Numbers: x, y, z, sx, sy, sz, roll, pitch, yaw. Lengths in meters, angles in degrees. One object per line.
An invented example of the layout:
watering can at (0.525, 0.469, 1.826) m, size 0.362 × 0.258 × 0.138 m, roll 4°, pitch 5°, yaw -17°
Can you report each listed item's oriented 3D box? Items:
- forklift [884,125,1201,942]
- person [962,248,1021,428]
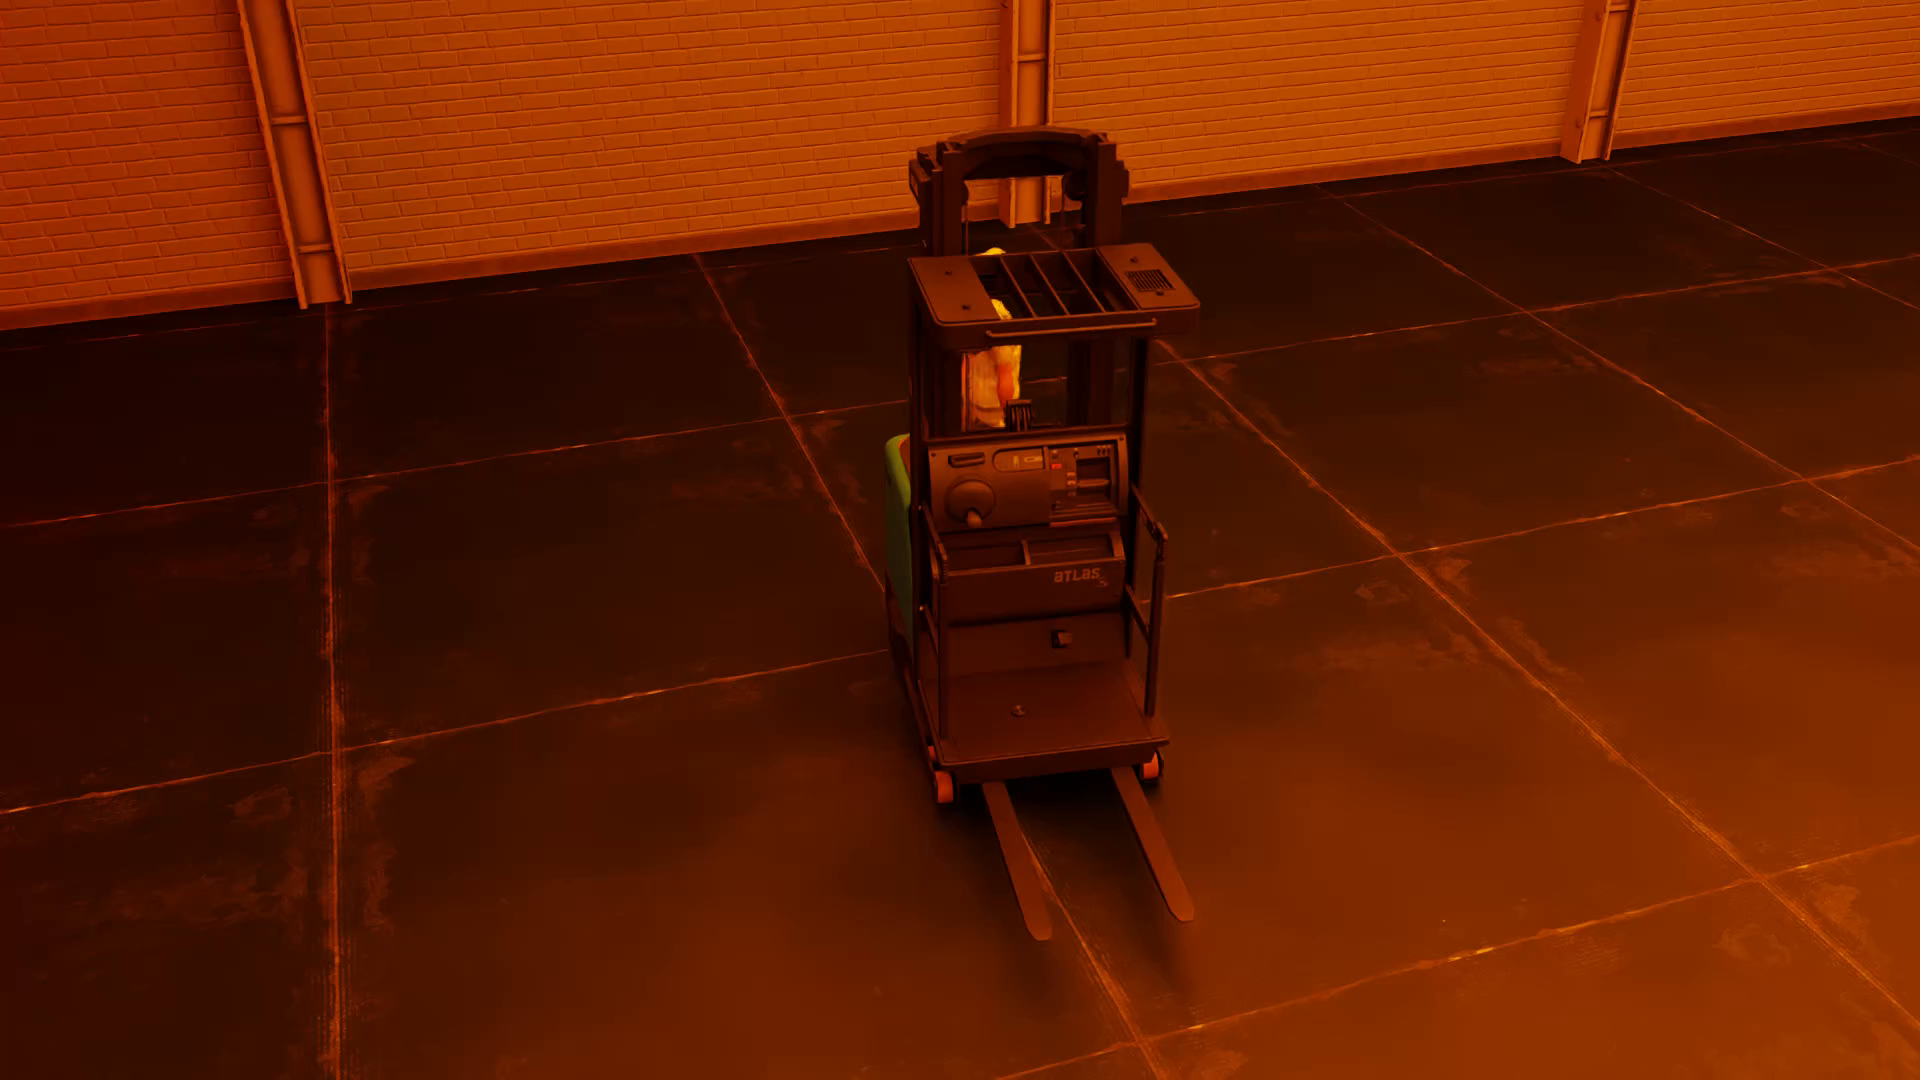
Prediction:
forklift at (0.359, -0.222, 7.473) m, size 1.130 × 2.935 × 3.031 m, roll -5°, pitch 30°, yaw -9°
person at (0.304, -0.863, 9.701) m, size 0.874 × 1.741 × 0.708 m, roll -15°, pitch 33°, yaw -24°
